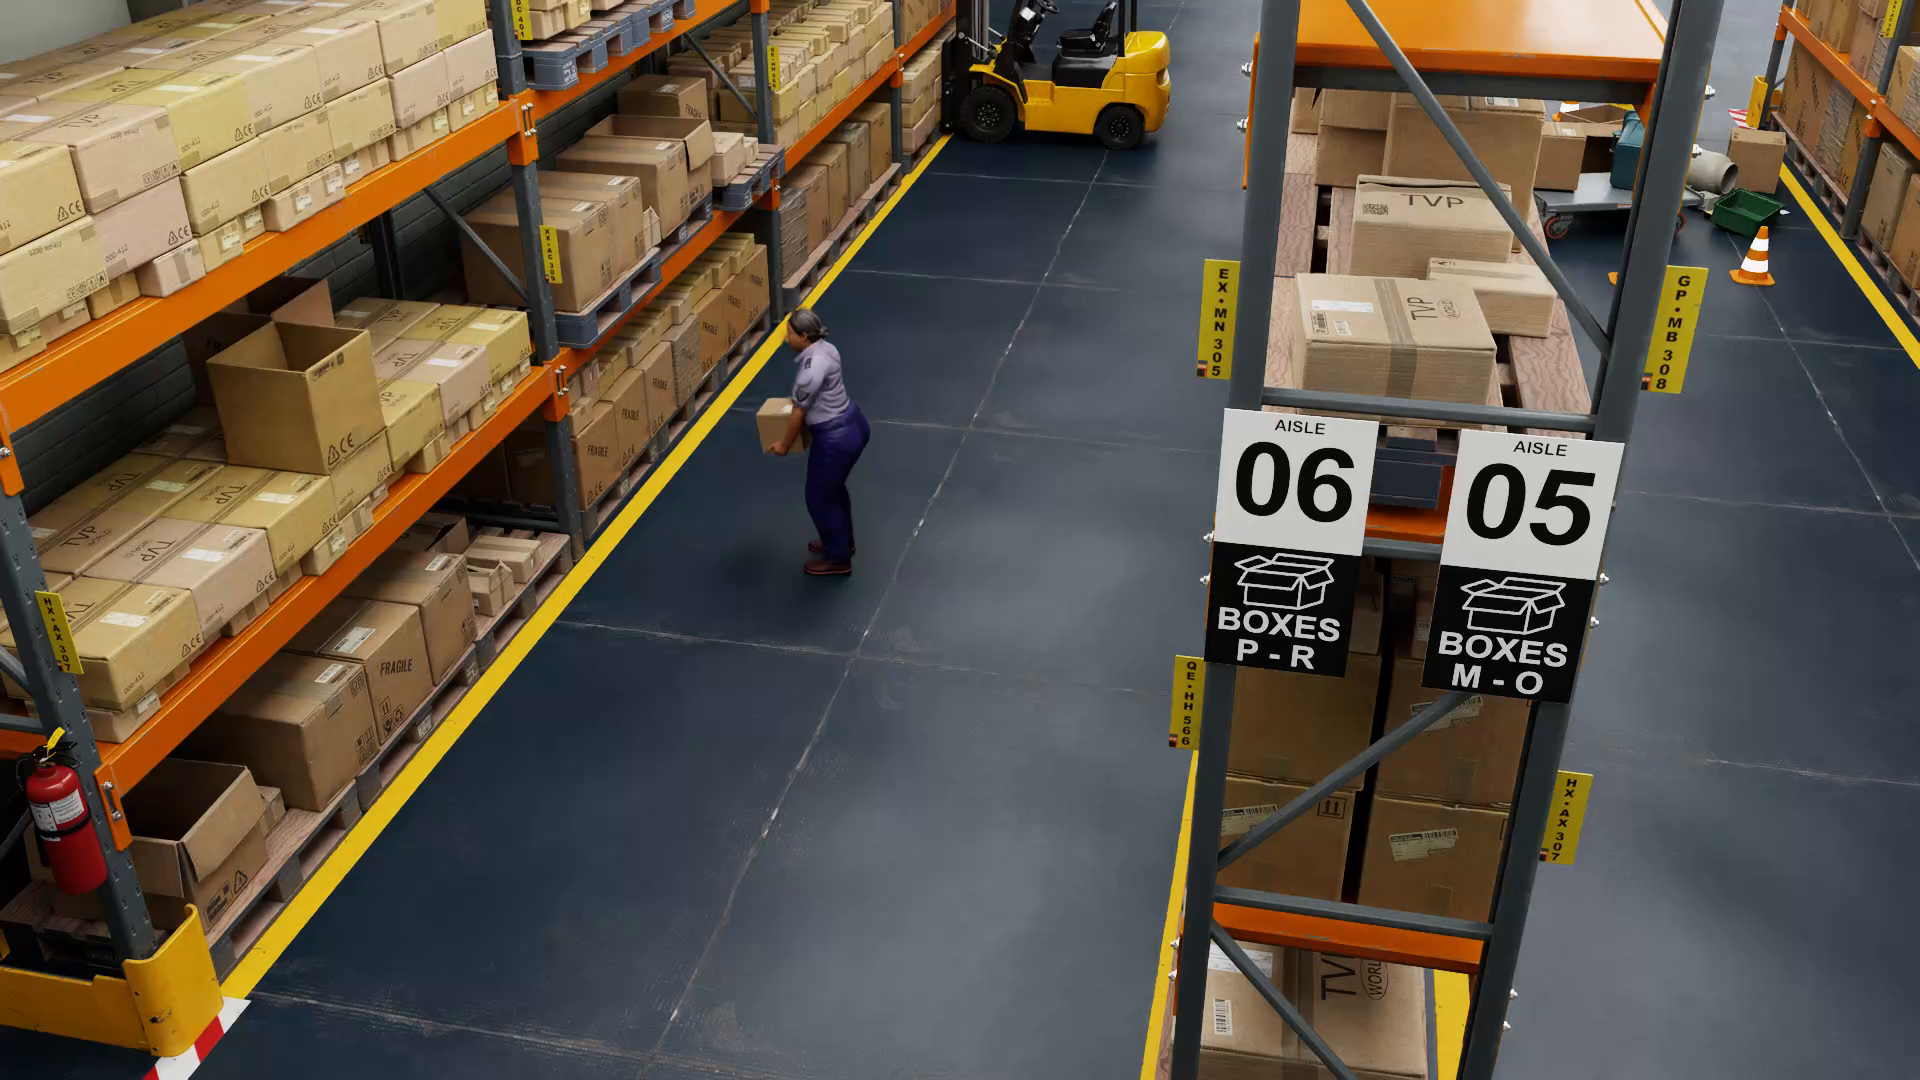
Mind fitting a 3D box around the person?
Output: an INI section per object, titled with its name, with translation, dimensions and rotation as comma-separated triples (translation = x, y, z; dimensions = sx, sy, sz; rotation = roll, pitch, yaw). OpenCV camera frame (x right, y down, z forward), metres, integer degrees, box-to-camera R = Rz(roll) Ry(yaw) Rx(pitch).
[person]
translation = -0.821, -0.583, 9.715
dimensions = 0.559, 1.624, 0.435
rotation = 5, 29, 10
